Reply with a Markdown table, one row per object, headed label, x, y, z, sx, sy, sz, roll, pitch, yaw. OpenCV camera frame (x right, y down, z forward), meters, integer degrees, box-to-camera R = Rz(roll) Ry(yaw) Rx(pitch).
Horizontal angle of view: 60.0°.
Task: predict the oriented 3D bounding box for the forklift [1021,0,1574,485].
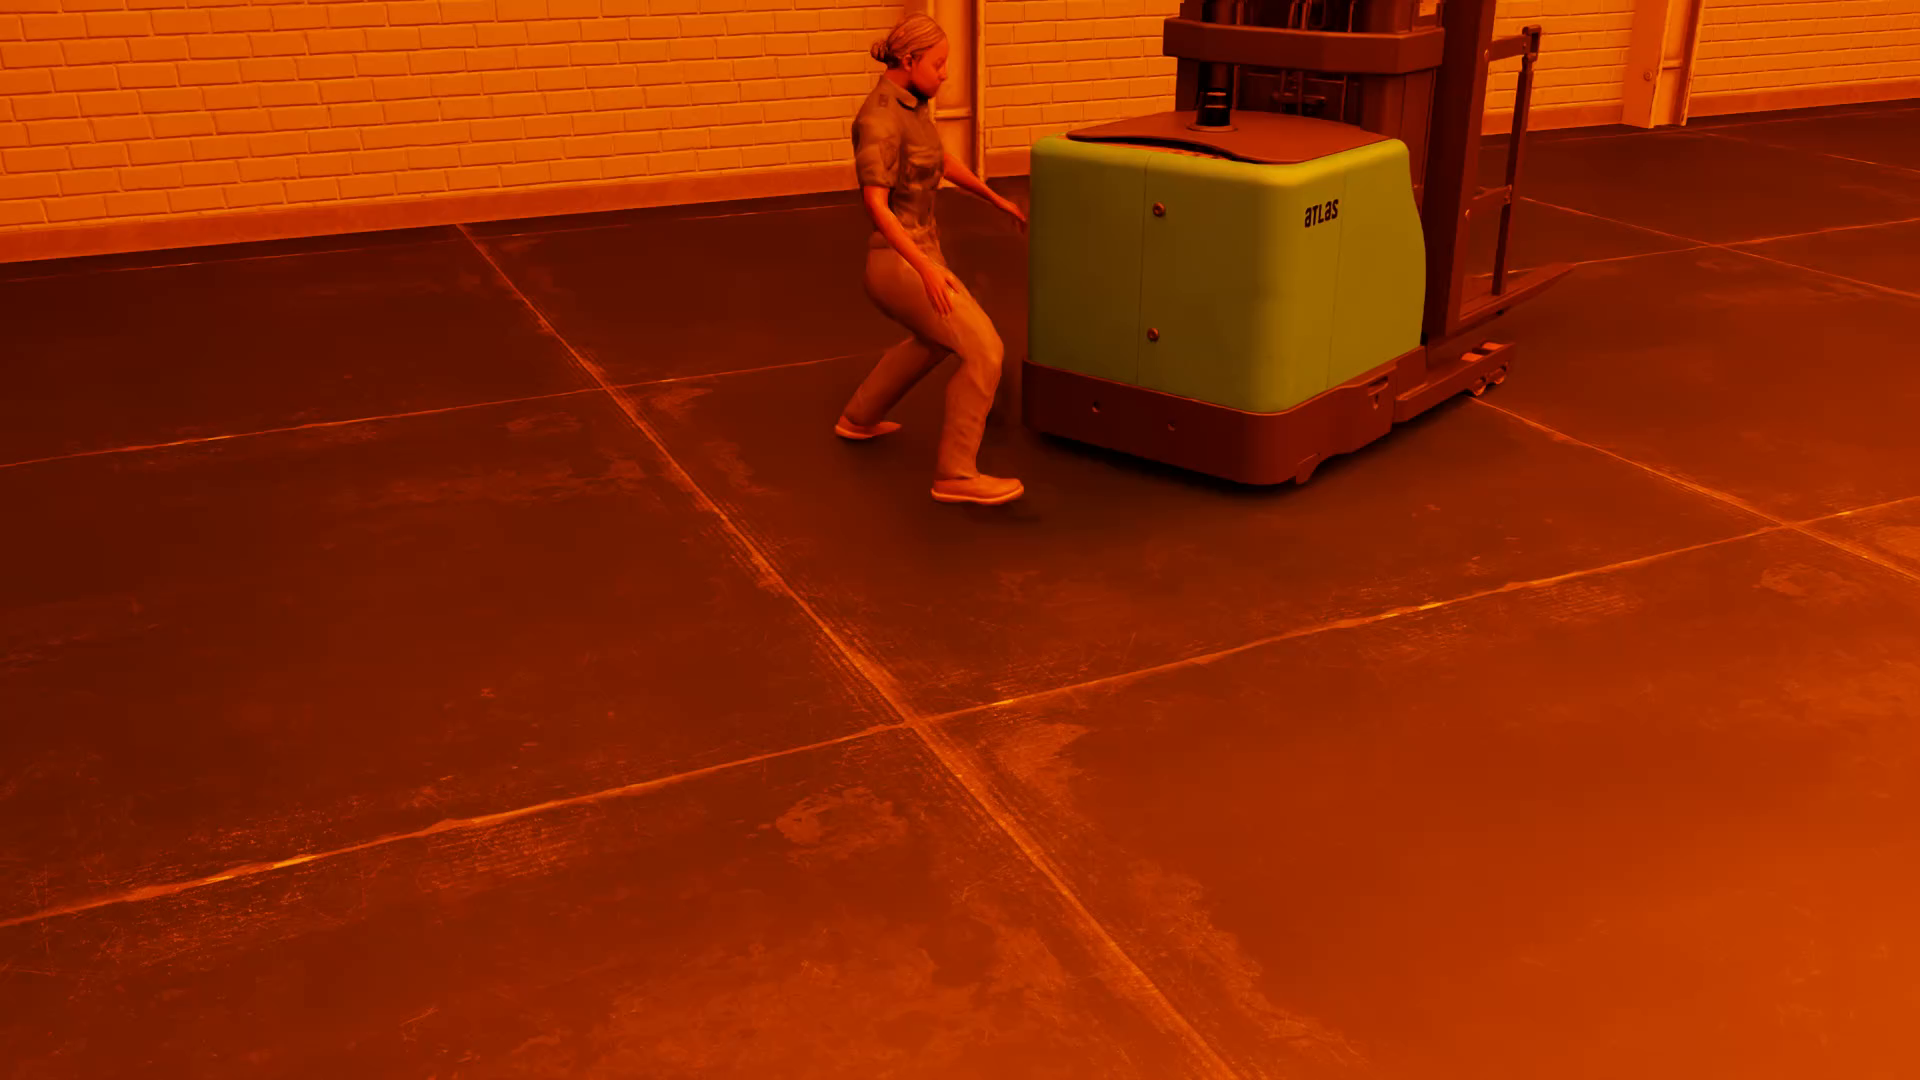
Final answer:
| label | x | y | z | sx | sy | sz | roll | pitch | yaw |
| --- | --- | --- | --- | --- | --- | --- | --- | --- | --- |
| forklift | 1.547 | -2.020 | 6.150 | 1.130 | 2.935 | 3.031 | 18 | 28 | 36 |

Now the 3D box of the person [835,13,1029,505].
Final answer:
| label | x | y | z | sx | sy | sz | roll | pitch | yaw |
| --- | --- | --- | --- | --- | --- | --- | --- | --- | --- |
| person | -0.106 | -0.925 | 5.439 | 0.778 | 1.530 | 0.906 | 5 | 23 | 11 |
